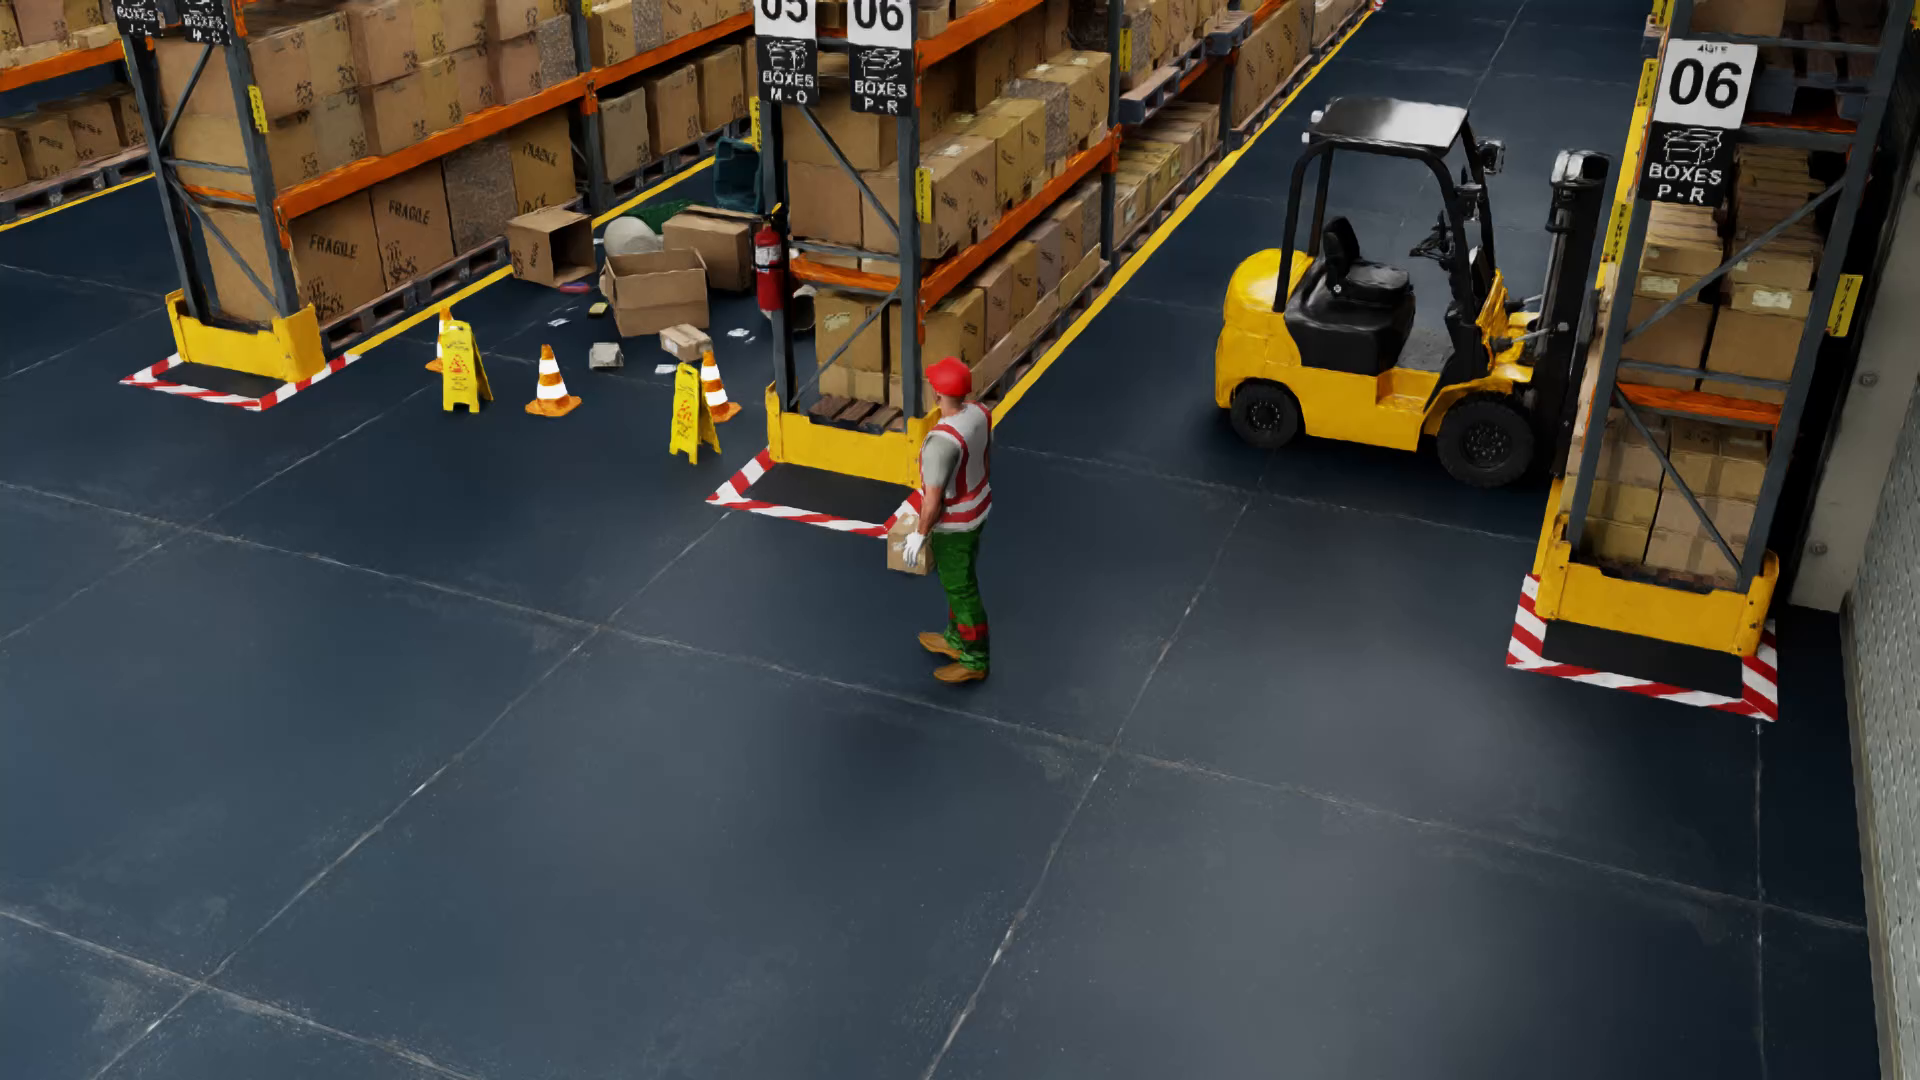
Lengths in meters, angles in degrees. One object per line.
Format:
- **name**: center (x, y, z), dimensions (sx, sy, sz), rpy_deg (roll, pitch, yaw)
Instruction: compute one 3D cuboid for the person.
- **person**: center (-0.054, -0.104, 8.523), dimensions (0.487, 1.795, 0.605), rpy_deg (11, 31, 19)
